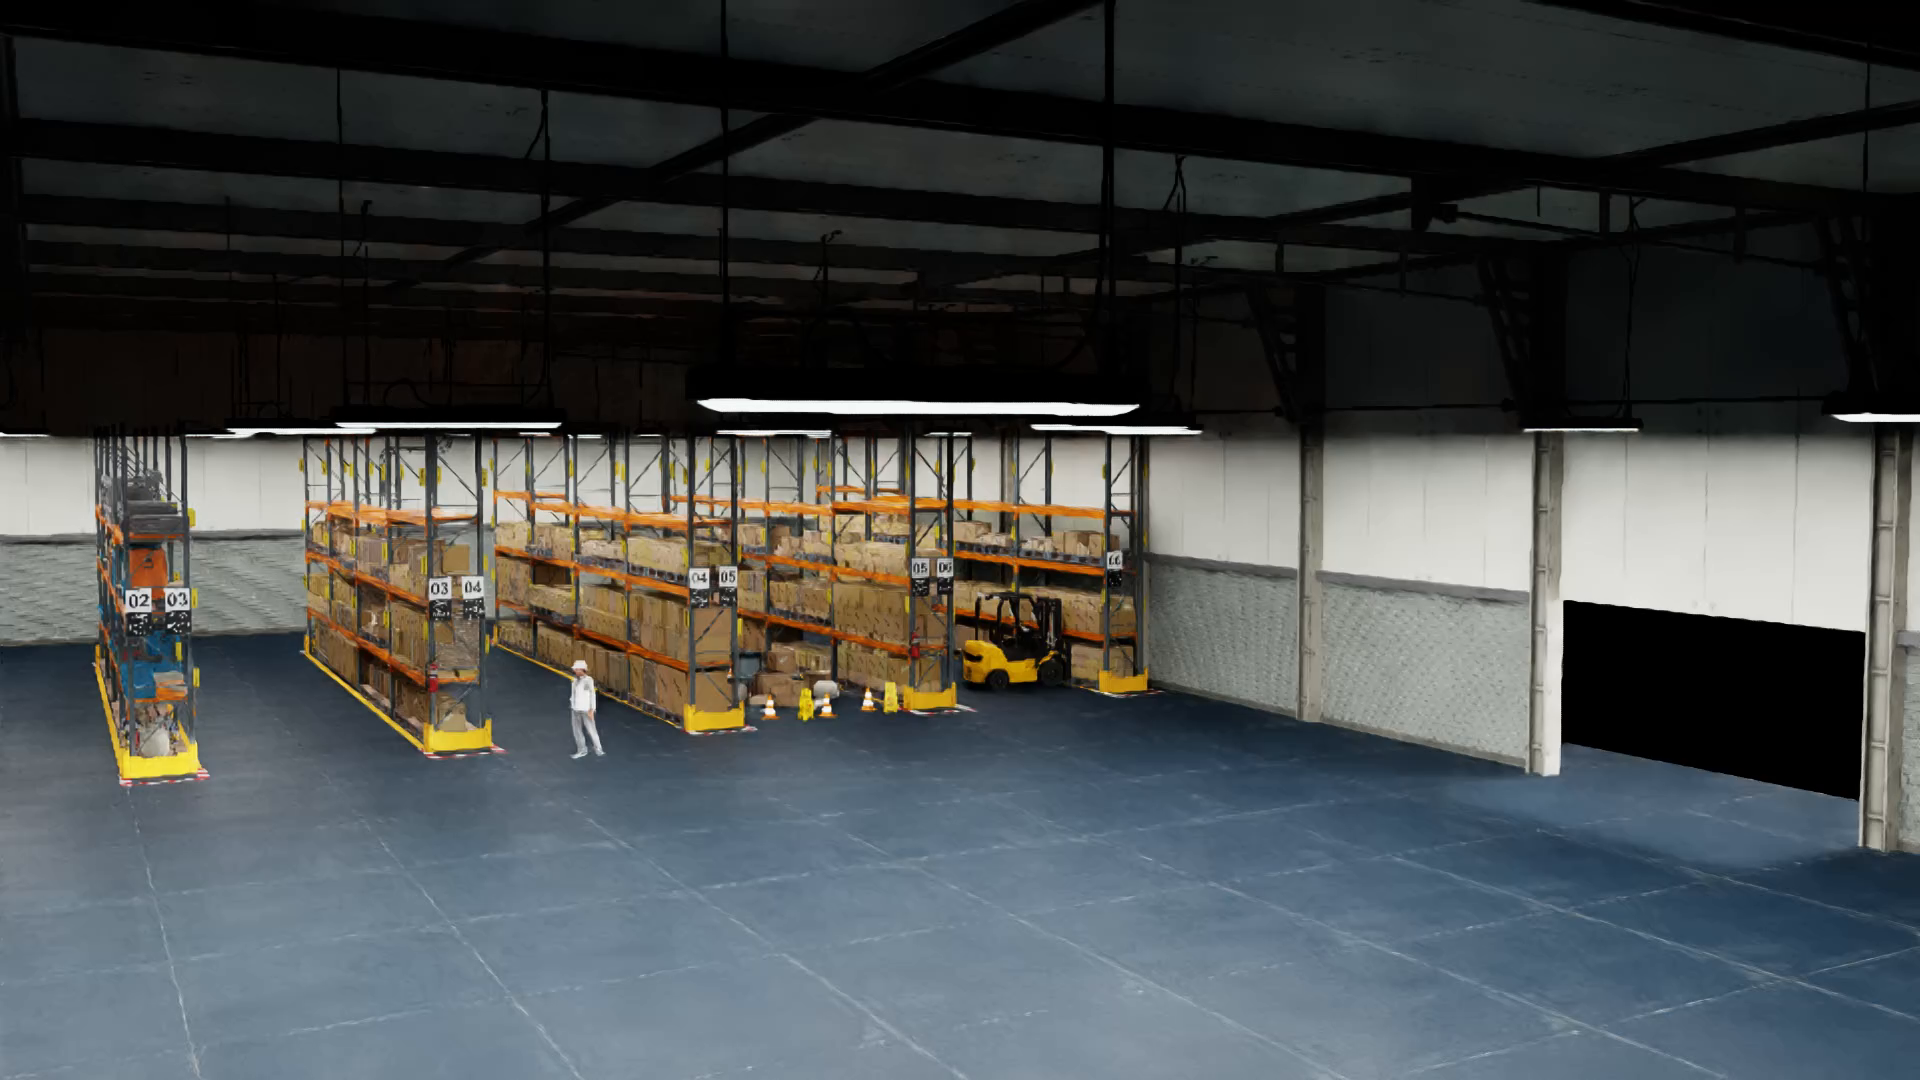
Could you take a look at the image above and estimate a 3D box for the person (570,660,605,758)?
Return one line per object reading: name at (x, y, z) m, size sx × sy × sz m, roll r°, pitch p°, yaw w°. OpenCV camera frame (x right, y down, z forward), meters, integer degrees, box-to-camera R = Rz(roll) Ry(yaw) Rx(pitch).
person at (-6.744, 3.033, 29.983) m, size 0.629 × 1.765 × 0.536 m, roll 2°, pitch 4°, yaw 35°
